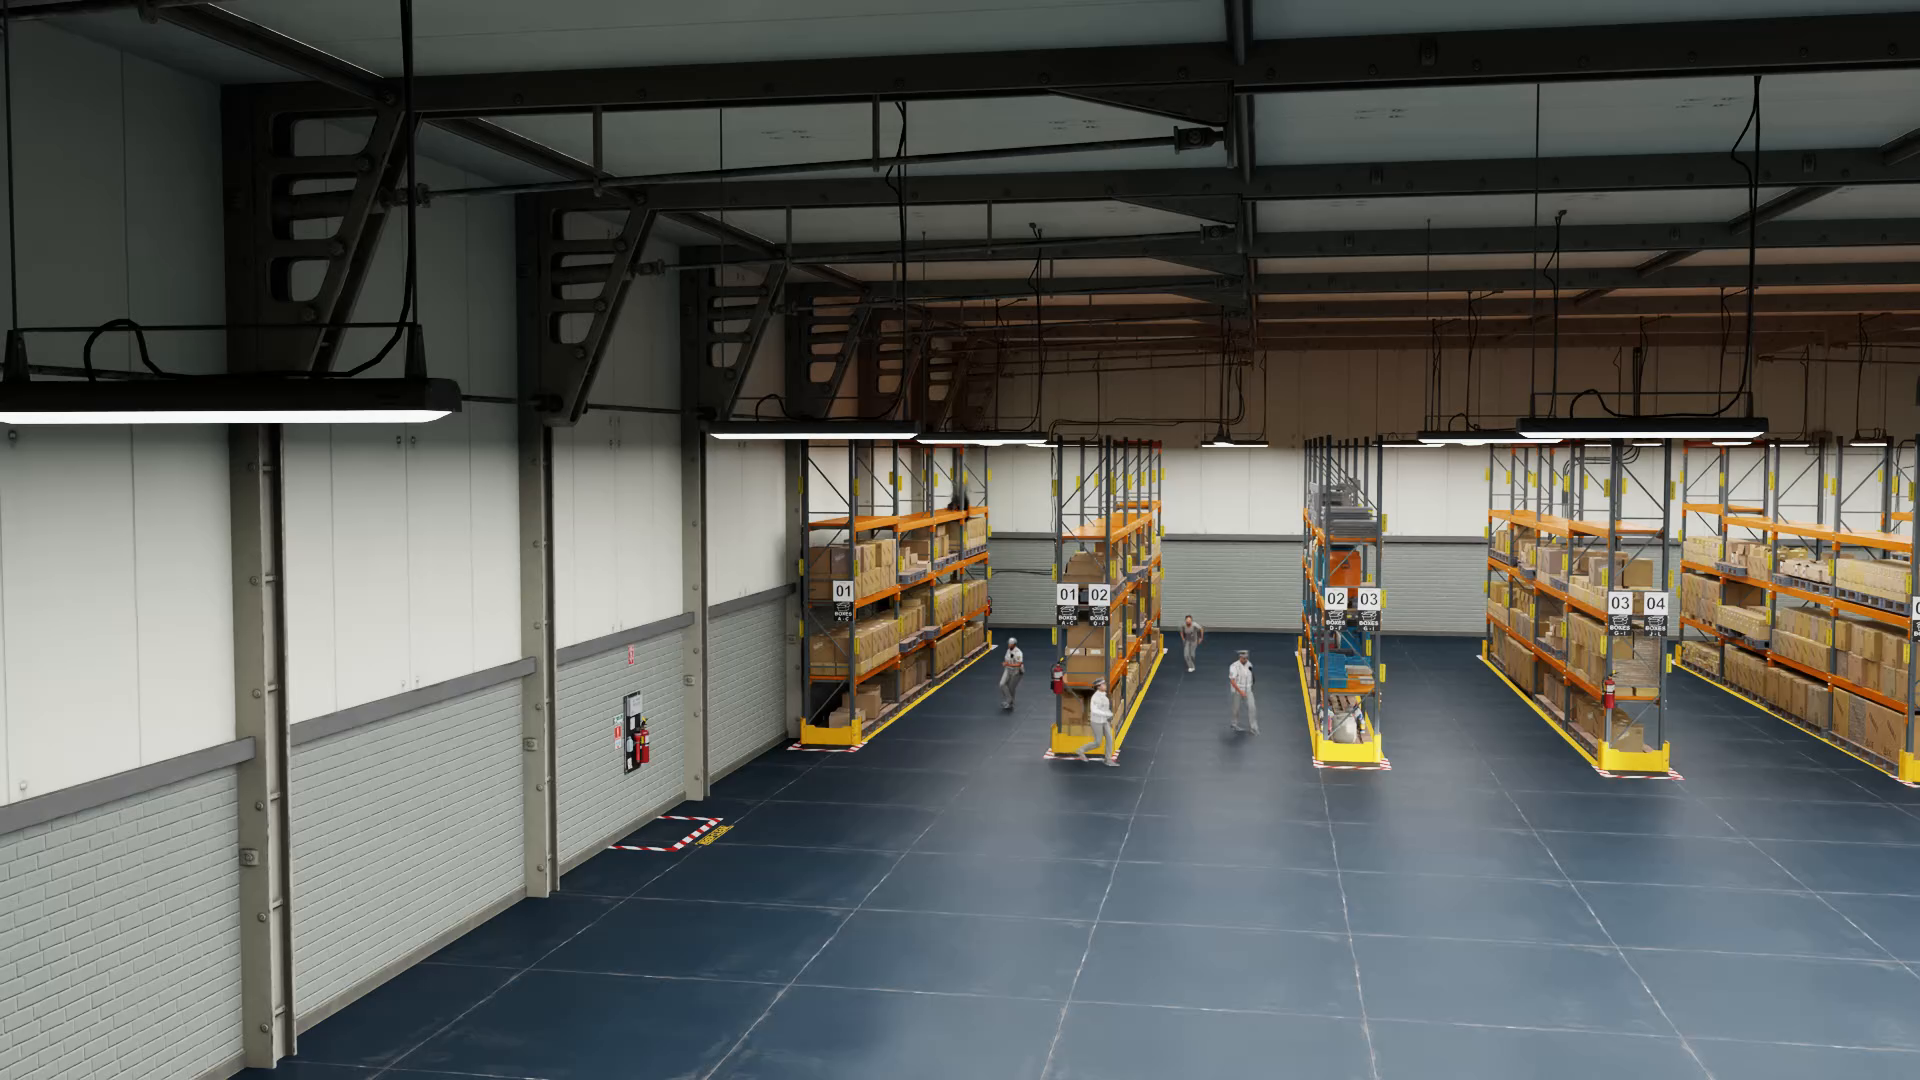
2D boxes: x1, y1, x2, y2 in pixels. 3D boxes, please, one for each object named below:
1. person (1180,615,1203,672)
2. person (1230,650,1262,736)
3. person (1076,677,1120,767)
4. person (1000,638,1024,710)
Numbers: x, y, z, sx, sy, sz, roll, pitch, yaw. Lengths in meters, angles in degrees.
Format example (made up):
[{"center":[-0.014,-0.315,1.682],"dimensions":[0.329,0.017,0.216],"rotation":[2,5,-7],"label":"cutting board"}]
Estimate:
[{"center":[5.986,2.655,42.912],"dimensions":[0.581,1.508,0.813],"rotation":[1,3,17],"label":"person"},{"center":[5.691,3.087,33.582],"dimensions":[0.619,1.777,0.832],"rotation":[-1,3,-15],"label":"person"},{"center":[2.469,3.277,30.047],"dimensions":[0.840,1.658,0.659],"rotation":[1,3,24],"label":"person"},{"center":[1.143,2.930,36.747],"dimensions":[0.734,1.584,0.674],"rotation":[2,4,36],"label":"person"}]
